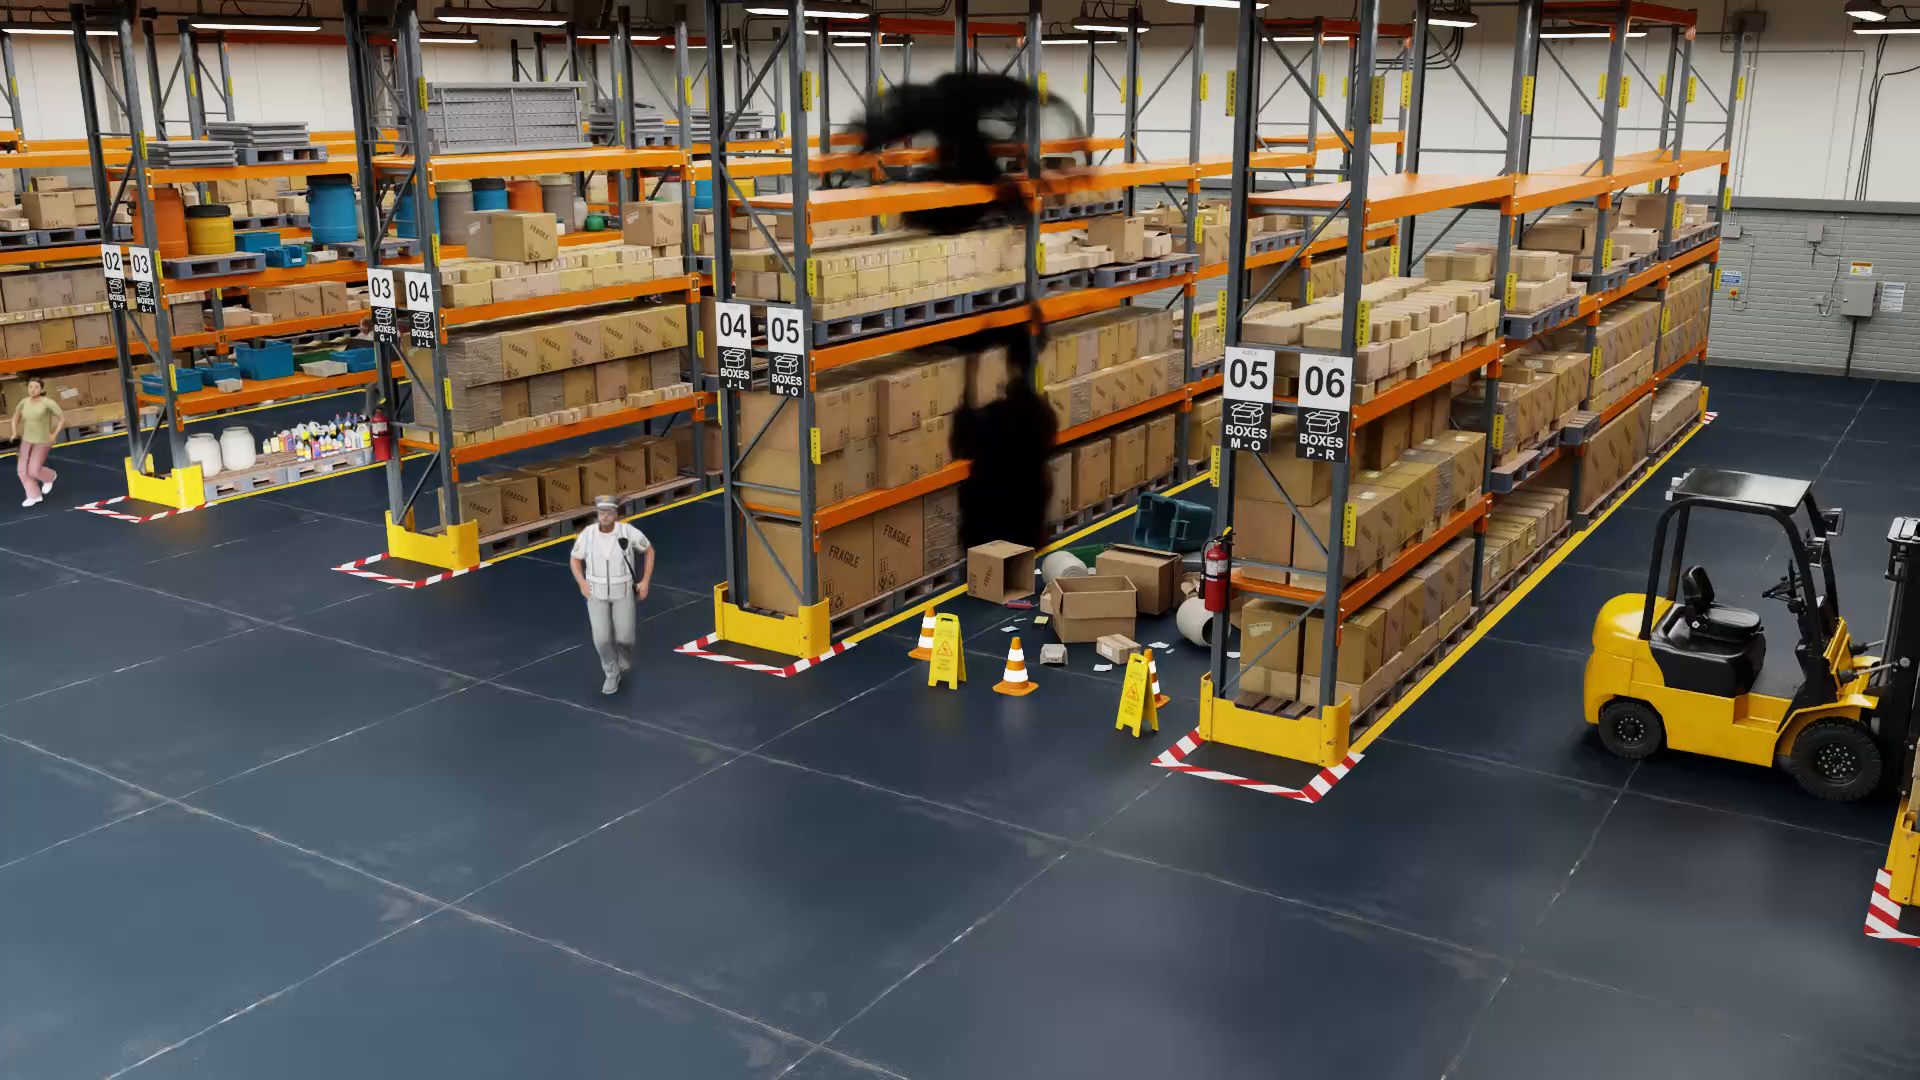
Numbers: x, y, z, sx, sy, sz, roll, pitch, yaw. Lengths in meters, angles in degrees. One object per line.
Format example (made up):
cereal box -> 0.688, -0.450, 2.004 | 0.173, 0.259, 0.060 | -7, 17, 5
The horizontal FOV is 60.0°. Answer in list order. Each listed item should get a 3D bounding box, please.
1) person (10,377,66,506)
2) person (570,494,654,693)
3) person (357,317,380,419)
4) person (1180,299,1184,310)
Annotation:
person -> -11.448, -1.232, 20.682 | 0.624, 1.611, 0.551 | 1, 16, 4
person -> -3.006, 0.446, 14.424 | 0.720, 1.762, 0.632 | -2, 16, -8
person -> -9.118, -2.659, 25.771 | 0.538, 1.605, 0.877 | 6, 17, 21
person -> 3.705, -3.033, 26.933 | 0.663, 1.771, 0.901 | 14, 21, 41
